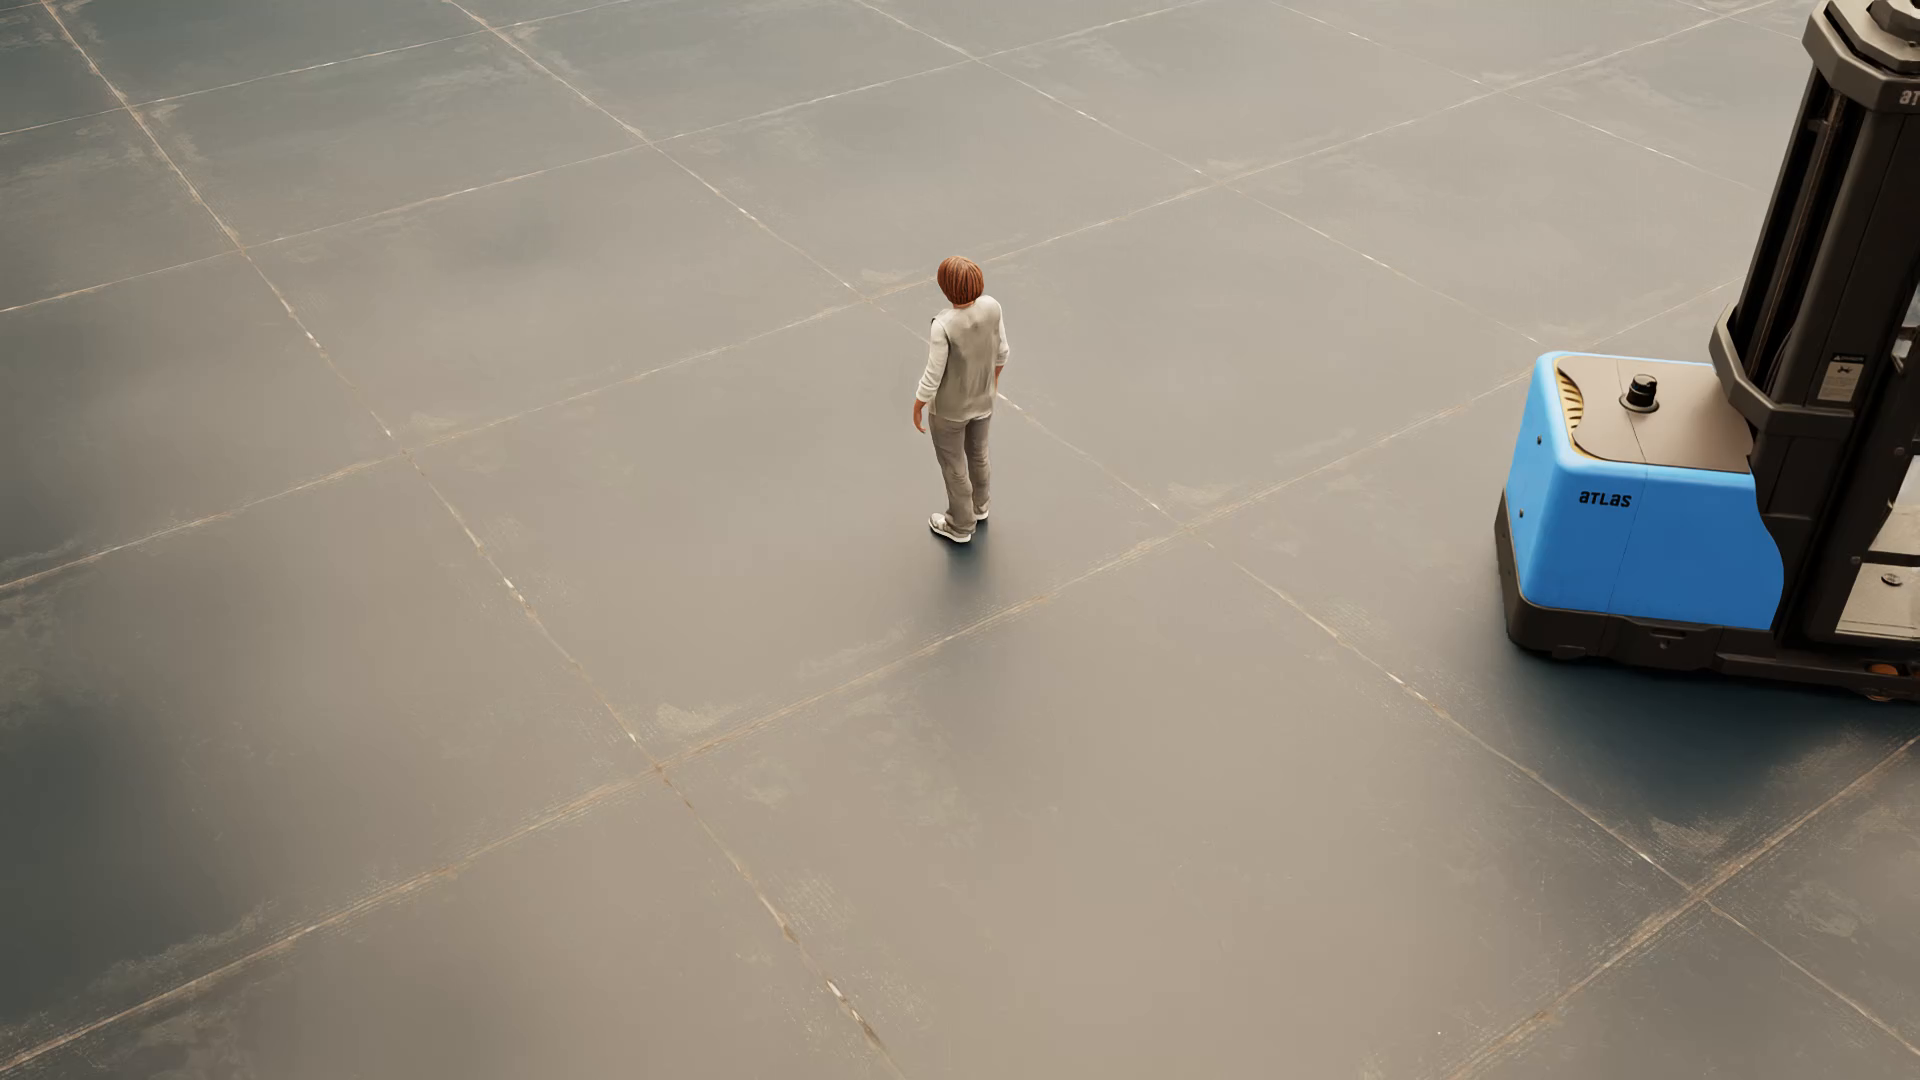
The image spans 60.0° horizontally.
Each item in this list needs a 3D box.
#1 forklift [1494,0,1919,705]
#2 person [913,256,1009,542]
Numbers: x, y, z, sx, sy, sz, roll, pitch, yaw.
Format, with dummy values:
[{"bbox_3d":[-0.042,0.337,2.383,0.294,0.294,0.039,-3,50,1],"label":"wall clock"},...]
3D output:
[{"bbox_3d":[4.109,-0.781,7.001,3.031,2.935,1.130,6,37,8],"label":"forklift"},{"bbox_3d":[-0.032,-0.689,7.986,0.520,1.599,0.473,-23,42,-28],"label":"person"}]
